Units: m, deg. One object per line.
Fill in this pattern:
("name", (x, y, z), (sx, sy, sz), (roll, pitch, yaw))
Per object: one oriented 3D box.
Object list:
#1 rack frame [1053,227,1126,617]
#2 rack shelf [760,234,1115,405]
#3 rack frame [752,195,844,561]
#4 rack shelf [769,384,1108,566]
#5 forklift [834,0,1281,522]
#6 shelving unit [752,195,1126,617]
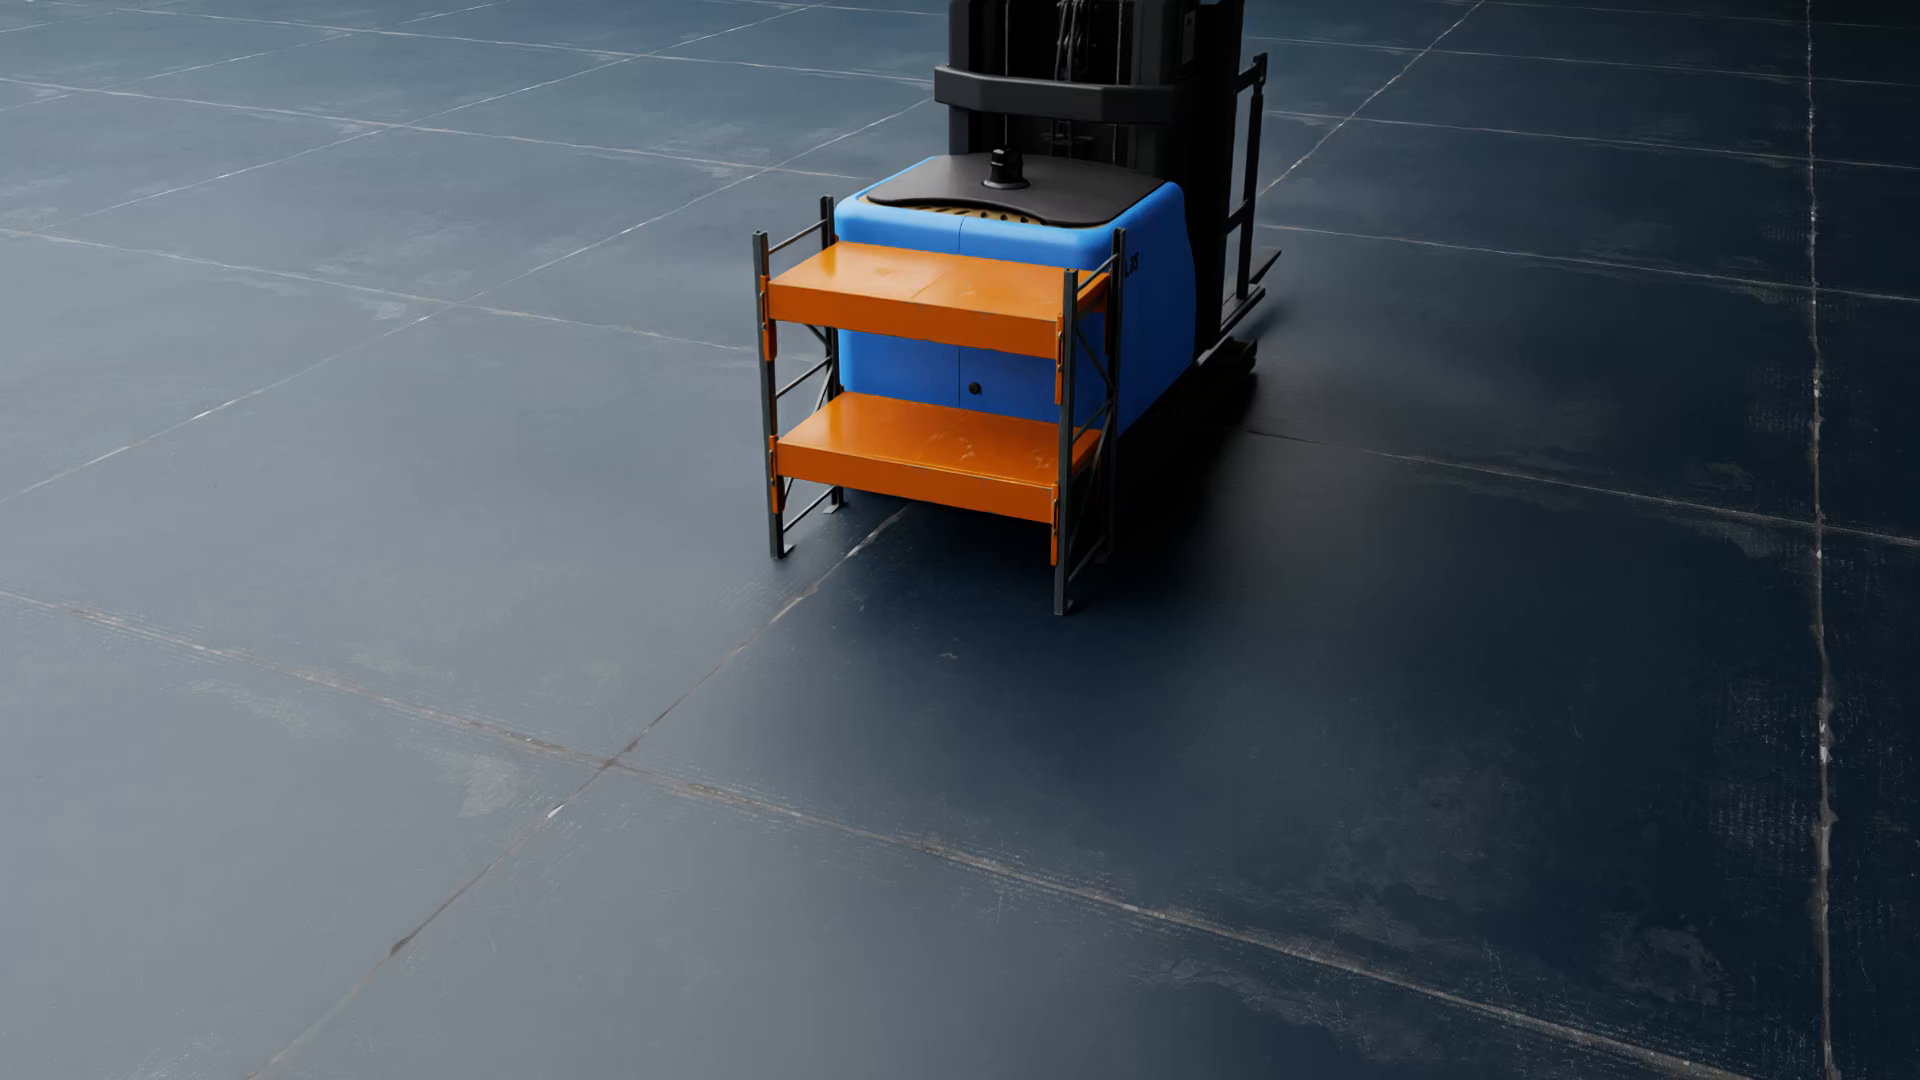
("rack frame", (0.407, -0.365, 5.218), (0.032, 1.125, 0.500), (10, 28, 20))
("rack shelf", (-0.062, -0.715, 5.265), (1.000, 0.278, 0.538), (10, 28, 20))
("rack frame", (-0.530, -0.539, 5.571), (0.032, 1.125, 0.500), (10, 28, 20))
("rack shelf", (-0.062, -0.233, 5.502), (1.000, 0.278, 0.538), (10, 28, 20))
("forklift", (0.629, -2.000, 6.493), (1.130, 2.935, 3.031), (12, 28, 22))
("shelving unit", (-0.062, -0.452, 5.394), (1.048, 1.125, 0.538), (10, 28, 20))
